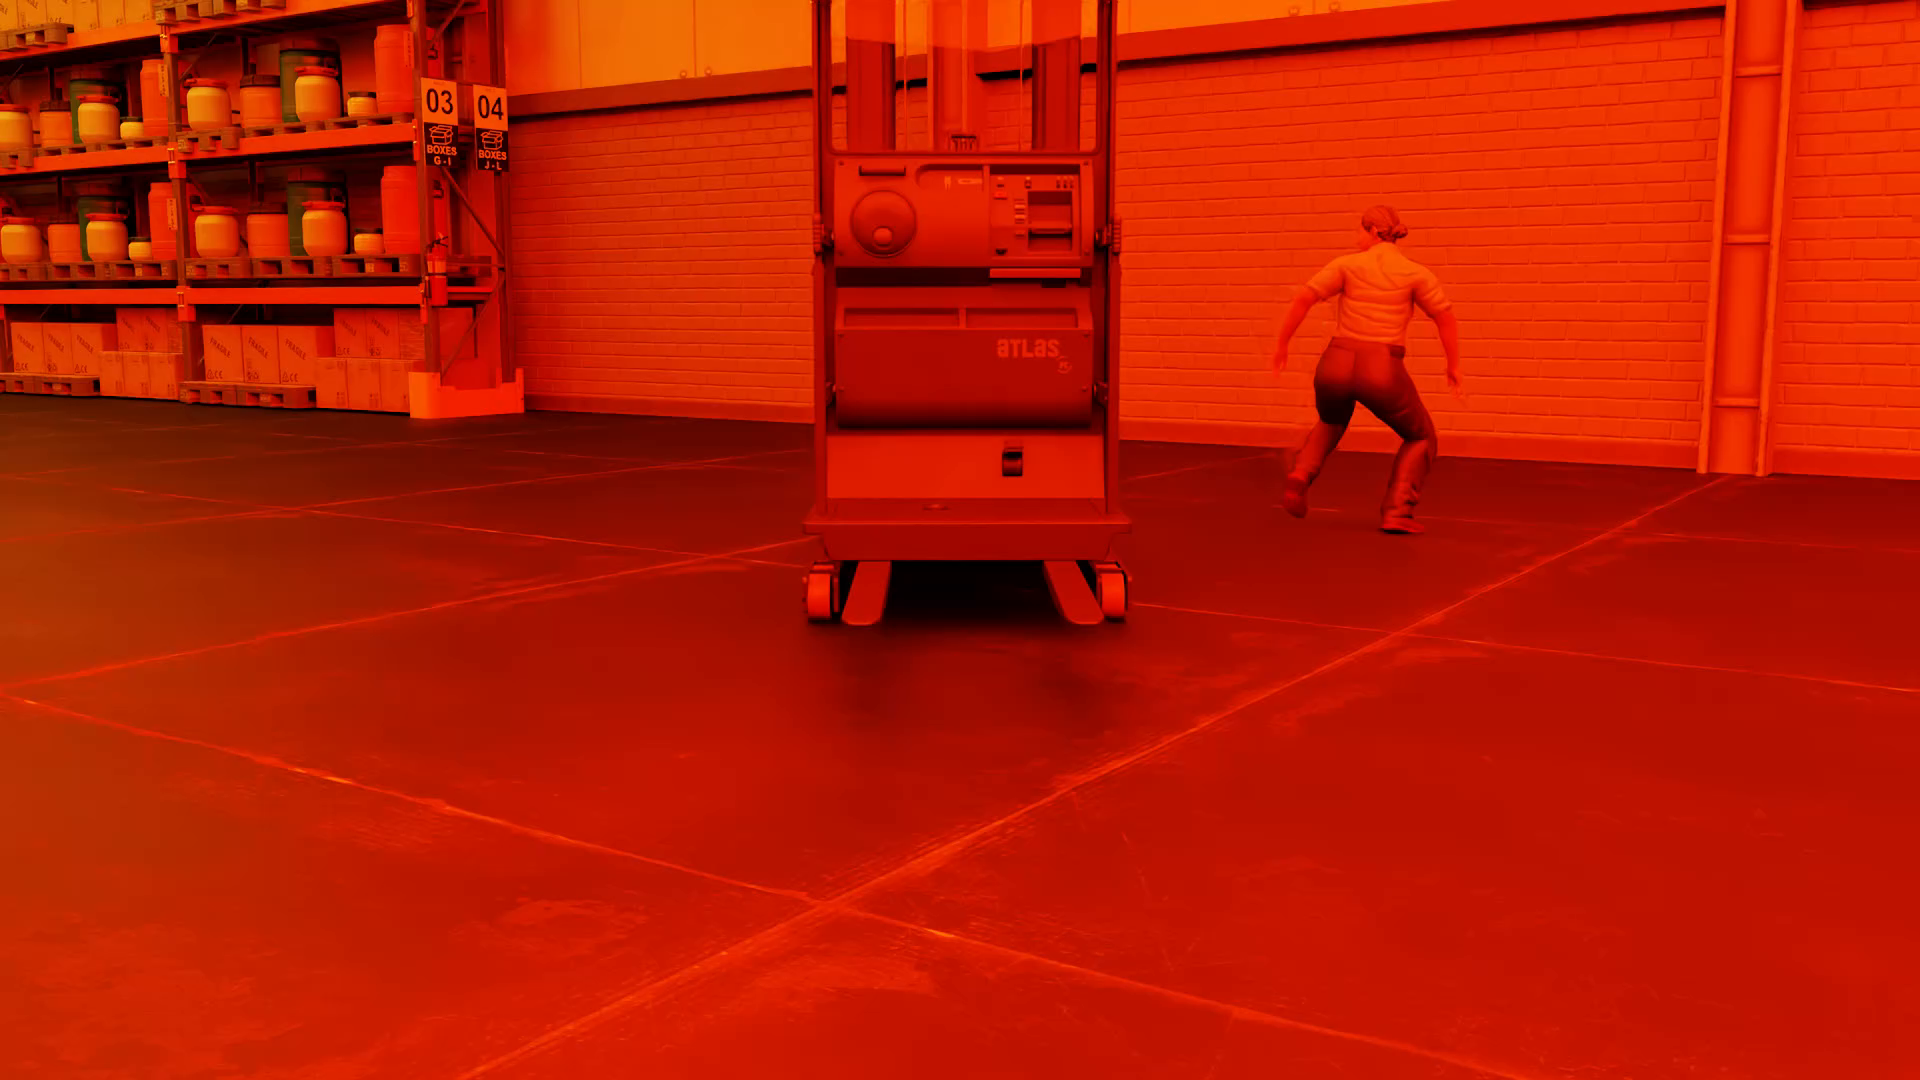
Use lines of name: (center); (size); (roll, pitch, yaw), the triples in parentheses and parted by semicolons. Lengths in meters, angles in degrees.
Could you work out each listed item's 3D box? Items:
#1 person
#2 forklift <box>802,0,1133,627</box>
person: (1.923, -0.796, 7.871); (0.807, 1.549, 0.522); (5, 9, 30)
forklift: (0.019, -1.220, 5.769); (1.130, 2.935, 3.031); (0, 8, -1)
